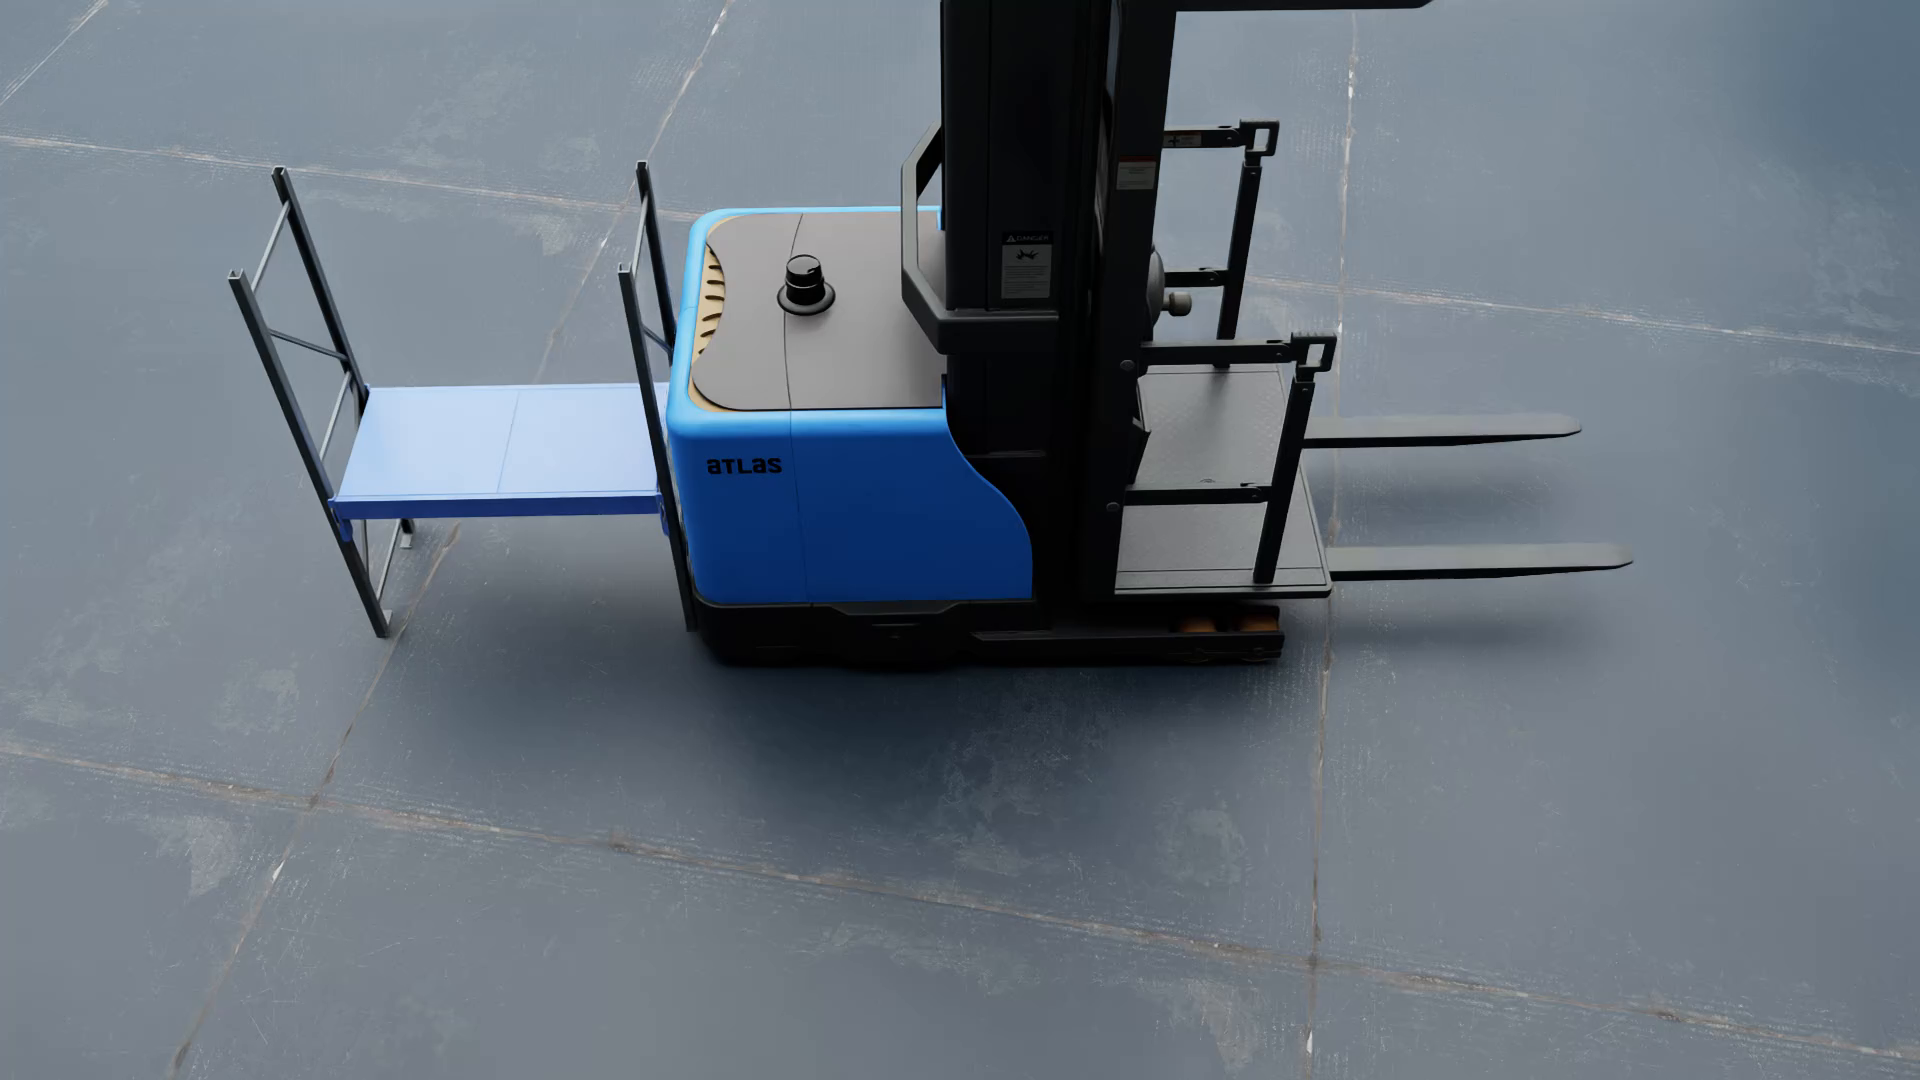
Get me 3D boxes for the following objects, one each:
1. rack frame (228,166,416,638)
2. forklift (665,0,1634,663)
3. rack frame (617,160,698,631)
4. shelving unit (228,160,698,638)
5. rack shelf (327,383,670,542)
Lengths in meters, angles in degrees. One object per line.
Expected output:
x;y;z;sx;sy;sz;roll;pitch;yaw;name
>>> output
-1.907;-0.367;5.071;0.032;1.500;0.500;-1;48;-1;rack frame
0.662;-0.979;4.659;3.031;2.935;1.130;-1;48;-1;forklift
-0.890;-0.386;5.089;0.032;1.500;0.500;-1;48;-1;rack frame
-1.398;-0.377;5.080;1.048;1.500;0.538;-1;48;-1;shelving unit
-1.398;-0.256;5.214;1.000;0.185;0.538;-1;48;-1;rack shelf
